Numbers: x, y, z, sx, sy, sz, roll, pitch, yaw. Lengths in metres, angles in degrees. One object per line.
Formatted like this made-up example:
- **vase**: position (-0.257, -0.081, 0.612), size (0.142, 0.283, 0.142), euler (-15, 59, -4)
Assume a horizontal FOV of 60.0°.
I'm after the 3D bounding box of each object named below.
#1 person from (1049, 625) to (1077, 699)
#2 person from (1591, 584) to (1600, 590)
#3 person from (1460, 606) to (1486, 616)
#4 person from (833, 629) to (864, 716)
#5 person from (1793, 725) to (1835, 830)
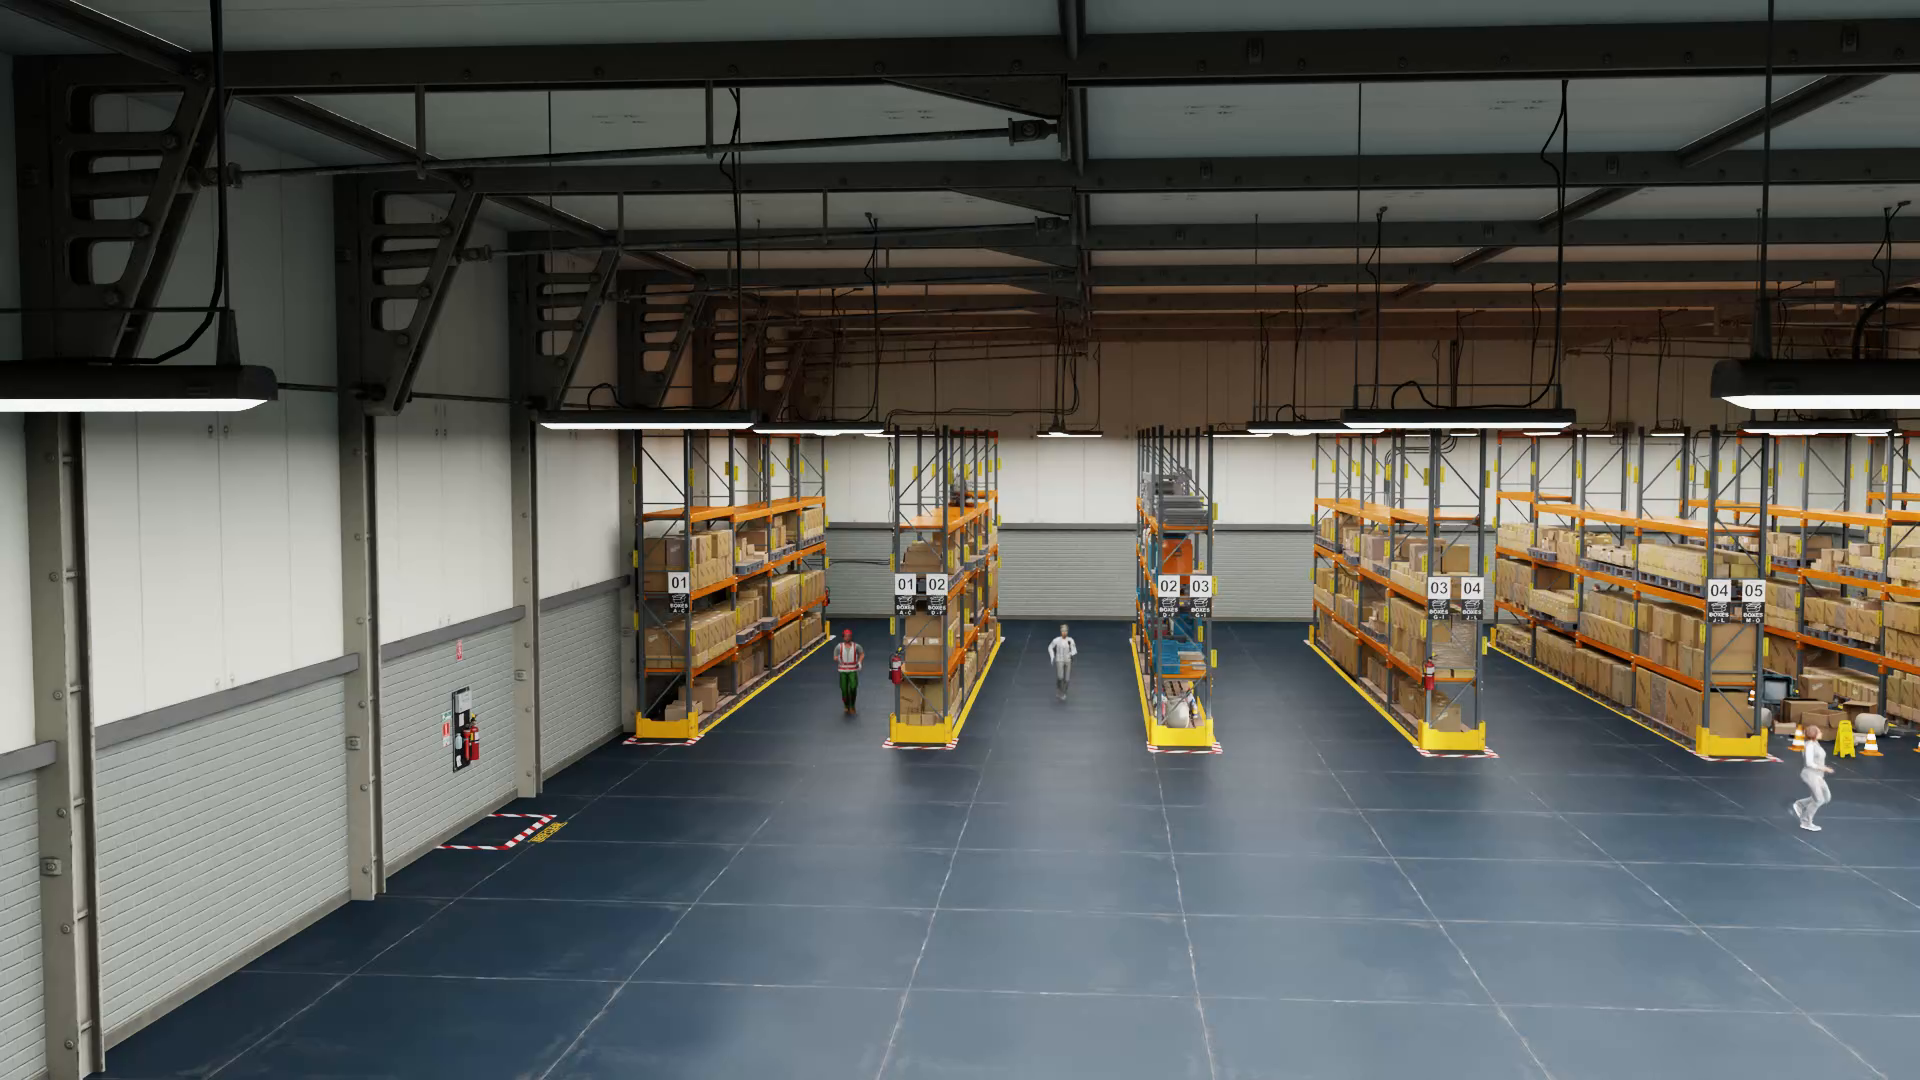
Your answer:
- **person**: position (2.237, 2.680, 36.483), size (0.519, 1.654, 0.608), euler (0, 3, -5)
- **person**: position (18.110, 2.067, 47.331), size (0.749, 1.638, 0.591), euler (0, 3, 1)
- **person**: position (13.473, 2.226, 43.734), size (0.671, 1.700, 0.963), euler (0, 3, 4)
- **person**: position (-2.318, 2.759, 34.543), size (0.634, 1.795, 0.655), euler (0, 3, -1)
- **person**: position (12.504, 3.487, 24.360), size (0.563, 1.542, 0.555), euler (3, 4, 39)
